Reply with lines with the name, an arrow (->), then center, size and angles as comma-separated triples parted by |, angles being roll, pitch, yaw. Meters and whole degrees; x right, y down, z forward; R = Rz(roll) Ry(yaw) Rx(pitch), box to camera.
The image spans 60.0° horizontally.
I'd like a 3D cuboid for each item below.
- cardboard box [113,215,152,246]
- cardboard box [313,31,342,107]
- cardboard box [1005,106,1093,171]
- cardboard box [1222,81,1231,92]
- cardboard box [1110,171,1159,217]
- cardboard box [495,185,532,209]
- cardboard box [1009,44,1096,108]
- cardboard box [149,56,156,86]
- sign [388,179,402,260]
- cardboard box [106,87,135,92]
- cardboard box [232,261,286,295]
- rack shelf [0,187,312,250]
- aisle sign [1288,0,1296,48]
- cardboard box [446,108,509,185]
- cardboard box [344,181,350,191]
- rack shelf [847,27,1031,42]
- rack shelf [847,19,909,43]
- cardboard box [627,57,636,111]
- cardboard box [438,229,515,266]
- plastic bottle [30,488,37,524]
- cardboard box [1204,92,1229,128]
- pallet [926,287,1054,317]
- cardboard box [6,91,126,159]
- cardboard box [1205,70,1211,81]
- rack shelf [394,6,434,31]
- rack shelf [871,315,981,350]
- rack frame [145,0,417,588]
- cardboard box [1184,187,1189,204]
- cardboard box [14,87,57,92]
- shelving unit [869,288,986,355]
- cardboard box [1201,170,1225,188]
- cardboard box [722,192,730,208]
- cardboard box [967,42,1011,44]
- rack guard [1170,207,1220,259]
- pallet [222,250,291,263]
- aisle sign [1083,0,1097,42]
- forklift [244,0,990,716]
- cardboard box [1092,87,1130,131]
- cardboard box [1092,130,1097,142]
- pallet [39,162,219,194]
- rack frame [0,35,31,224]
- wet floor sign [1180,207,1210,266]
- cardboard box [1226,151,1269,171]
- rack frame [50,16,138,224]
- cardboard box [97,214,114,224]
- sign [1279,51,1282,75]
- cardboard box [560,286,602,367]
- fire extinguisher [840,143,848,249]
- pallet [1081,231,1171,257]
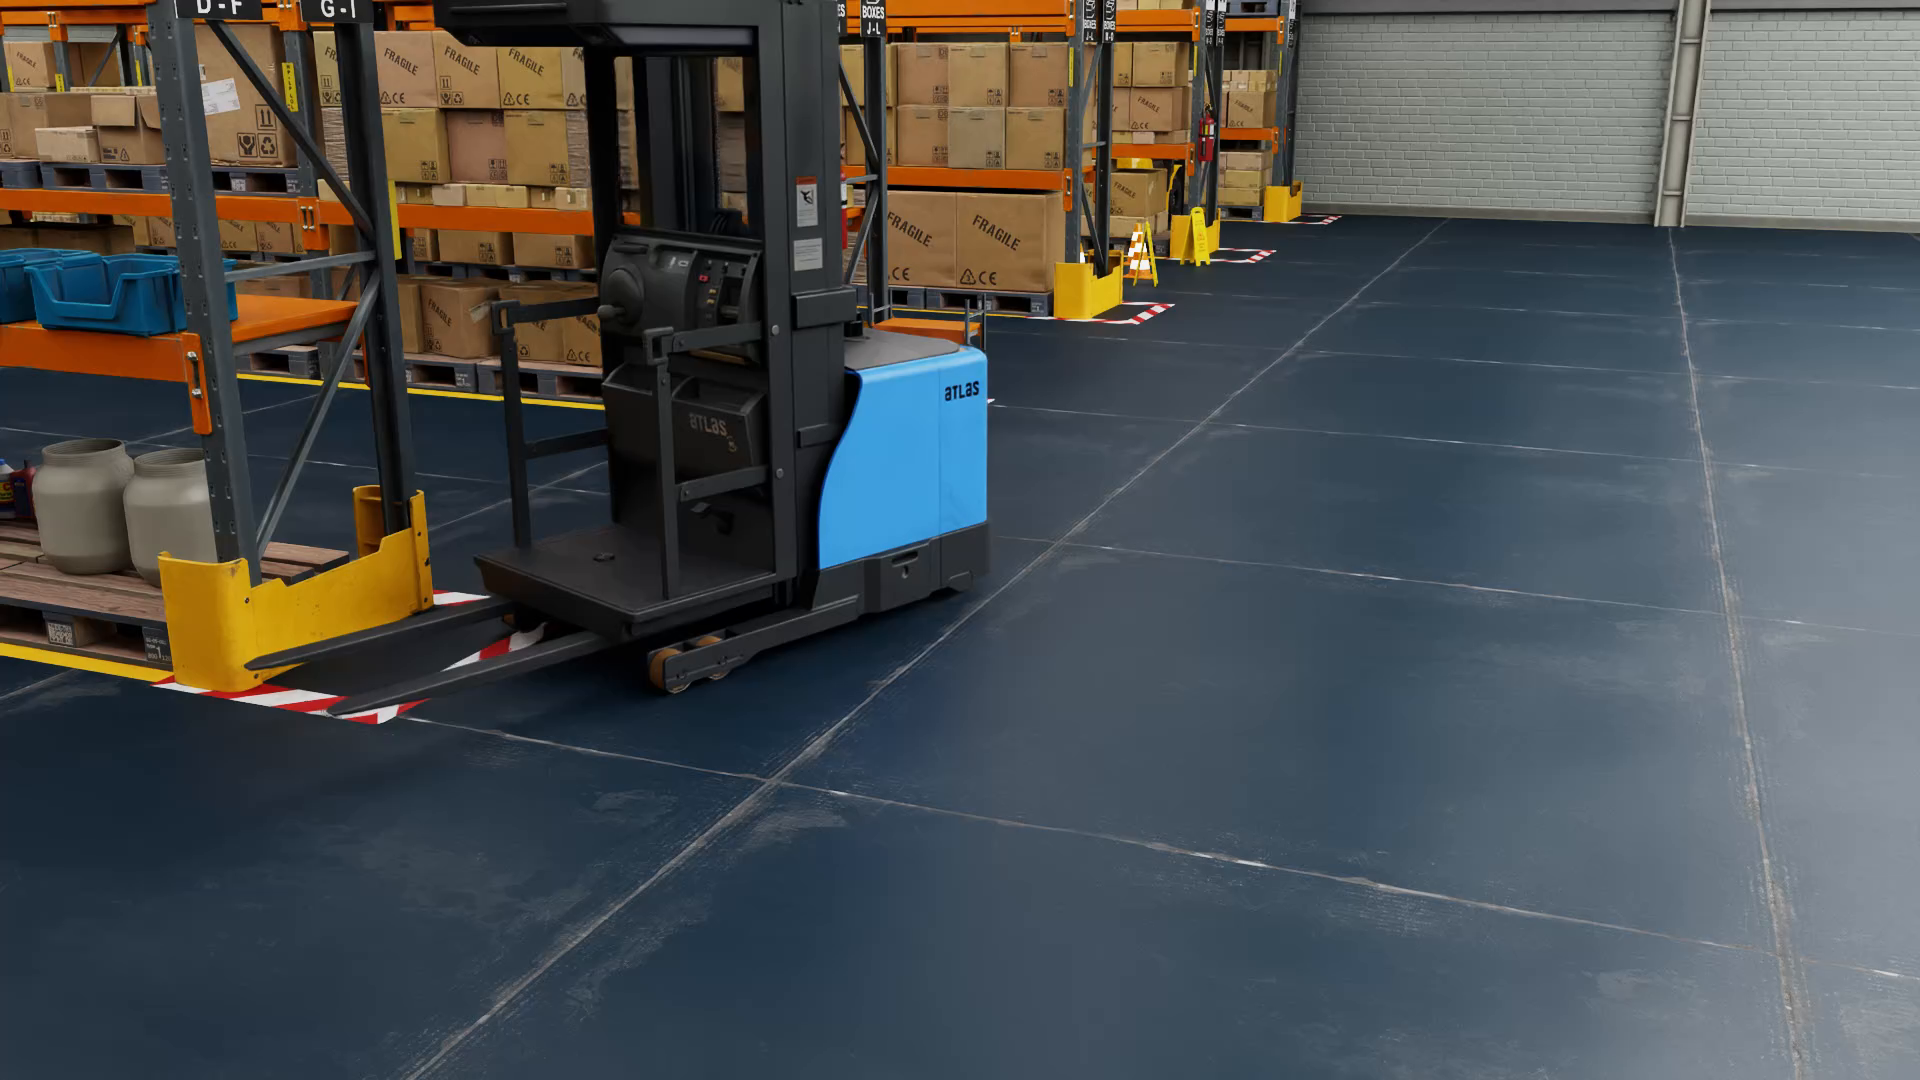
cardboard box -> -9.388, -3.683, 19.210 | 0.500, 0.500, 0.500 | 7, 18, 23
cardboard box -> -4.125, -3.291, 11.623 | 0.500, 0.500, 0.500 | 6, 17, 21
cardboard box -> 0.823, -3.697, 15.259 | 0.550, 0.550, 0.875 | 6, 17, 21
cardboard box -> 3.832, -6.564, 24.060 | 0.250, 0.149, 0.380 | 7, 17, 22
cardboard box -> 2.066, -4.148, 19.917 | 0.500, 0.500, 0.500 | 6, 17, 21
cardboard box -> -2.960, -2.361, 11.377 | 0.250, 0.149, 0.380 | 6, 17, 21
cardboard box -> 0.854, -4.237, 15.183 | 0.550, 0.550, 0.875 | 6, 17, 21
cardboard box -> -11.635, -6.935, 24.708 | 0.500, 0.500, 0.500 | 6, 17, 19
sign -> -2.340, -1.313, 6.820 | 0.005, 0.325, 0.100 | 6, 17, 21
cardboard box -> -9.281, -4.979, 18.576 | 0.250, 0.149, 0.380 | 6, 17, 21
cardboard box -> -5.450, -1.865, 12.911 | 0.500, 0.500, 0.700 | 6, 17, 20
rack shelf -> -6.310, -2.591, 13.008 | 4.000, 0.370, 1.077 | 6, 17, 21
aisle sign -> 4.678, -7.346, 23.435 | 0.004, 0.787, 0.394 | 6, 17, 21
cardboard box -> -3.100, -2.775, 11.640 | 0.500, 0.500, 0.875 | 6, 17, 21
cardboard box -> -4.132, -2.482, 11.794 | 0.250, 0.149, 0.380 | 6, 17, 21
rack shelf -> -0.856, -7.889, 25.879 | 4.000, 0.370, 1.077 | 6, 17, 21
rack shelf -> -2.674, -6.602, 21.443 | 4.000, 0.370, 1.077 | 6, 17, 21
cardboard box -> -1.798, -3.035, 10.743 | 0.500, 0.500, 0.500 | 6, 17, 21
cardboard box -> -4.909, -3.364, 17.663 | 0.750, 0.750, 1.050 | 7, 17, 21
plastic bottle -> -4.215, -0.182, 7.652 | 0.097, 0.201, 0.097 | 0, 16, 0
cardboard box -> 3.692, -6.266, 24.199 | 0.500, 0.500, 0.500 | 7, 18, 22
pallet -> 0.413, -2.321, 15.790 | 1.213, 0.211, 1.003 | 6, 17, 21
cardboard box -> -7.098, -3.315, 13.278 | 0.500, 0.500, 0.700 | 9, 19, 29
cardboard box -> 3.616, -6.747, 24.156 | 0.250, 0.149, 0.380 | 6, 17, 21
rack shelf -> -4.396, -5.307, 16.986 | 4.000, 0.370, 1.077 | 6, 17, 21
rack shelf -> -0.154, -0.971, 7.955 | 0.480, 0.148, 0.258 | 6, 17, 21
rack frame -> -2.546, -1.038, 6.369 | 0.127, 3.000, 1.000 | 6, 17, 21
cardboard box -> 3.251, -5.135, 24.659 | 0.500, 0.250, 0.500 | 6, 17, 21
cardboard box -> -10.532, -4.993, 19.280 | 0.500, 0.500, 0.500 | 6, 17, 21
shelving unit -> -0.154, -0.593, 8.065 | 0.503, 1.200, 0.258 | 6, 17, 21
cardboard box -> 3.695, -5.325, 24.417 | 0.500, 0.250, 0.500 | 6, 17, 20
cardboard box -> -1.553, -2.216, 10.876 | 0.250, 0.149, 0.380 | 6, 17, 21
cardboard box -> 0.440, -5.755, 20.112 | 0.500, 0.500, 0.700 | 6, 17, 19
rack guard -> 2.837, -3.700, 20.022 | 0.348, 0.500, 1.175 | 6, 17, 21
pallet -> -8.114, -3.283, 19.105 | 1.213, 0.211, 1.003 | 6, 17, 21
aisle sign -> 1.141, -4.762, 14.534 | 0.004, 0.787, 0.394 | 6, 17, 21
forklift -> -1.243, -0.995, 6.345 | 1.130, 2.935, 3.031 | 15, 22, 41
cardboard box -> 1.837, -5.120, 19.717 | 0.500, 0.500, 0.500 | 6, 17, 21
cardboard box -> 1.723, -4.802, 19.786 | 0.250, 0.149, 0.380 | 7, 17, 22
pallet -> -6.314, -2.857, 12.979 | 1.213, 0.211, 1.003 | 6, 17, 21
rack frame -> -8.171, -3.141, 13.613 | 0.127, 3.000, 1.000 | 6, 17, 21
wet floor sign -> 2.691, -3.465, 18.953 | 0.232, 0.644, 0.267 | 14, 21, 40
cardboard box -> 4.182, -5.508, 24.152 | 0.500, 0.250, 0.500 | 7, 18, 22
rack frame -> -9.978, -4.826, 19.418 | 0.127, 3.000, 1.000 | 6, 17, 21
cardboard box -> -10.198, -3.922, 20.129 | 0.250, 0.149, 0.380 | 7, 18, 23
sign -> 4.513, -6.711, 23.409 | 0.005, 0.325, 0.100 | 6, 17, 21
cardboard box -> -2.448, -1.513, 11.736 | 0.500, 0.500, 0.500 | 8, 18, 26
fire extinguisher -> -0.791, -2.154, 10.353 | 0.183, 0.674, 0.296 | 6, 17, 21
pallet -> 2.094, -3.654, 20.381 | 1.213, 0.211, 1.003 | 6, 17, 21
